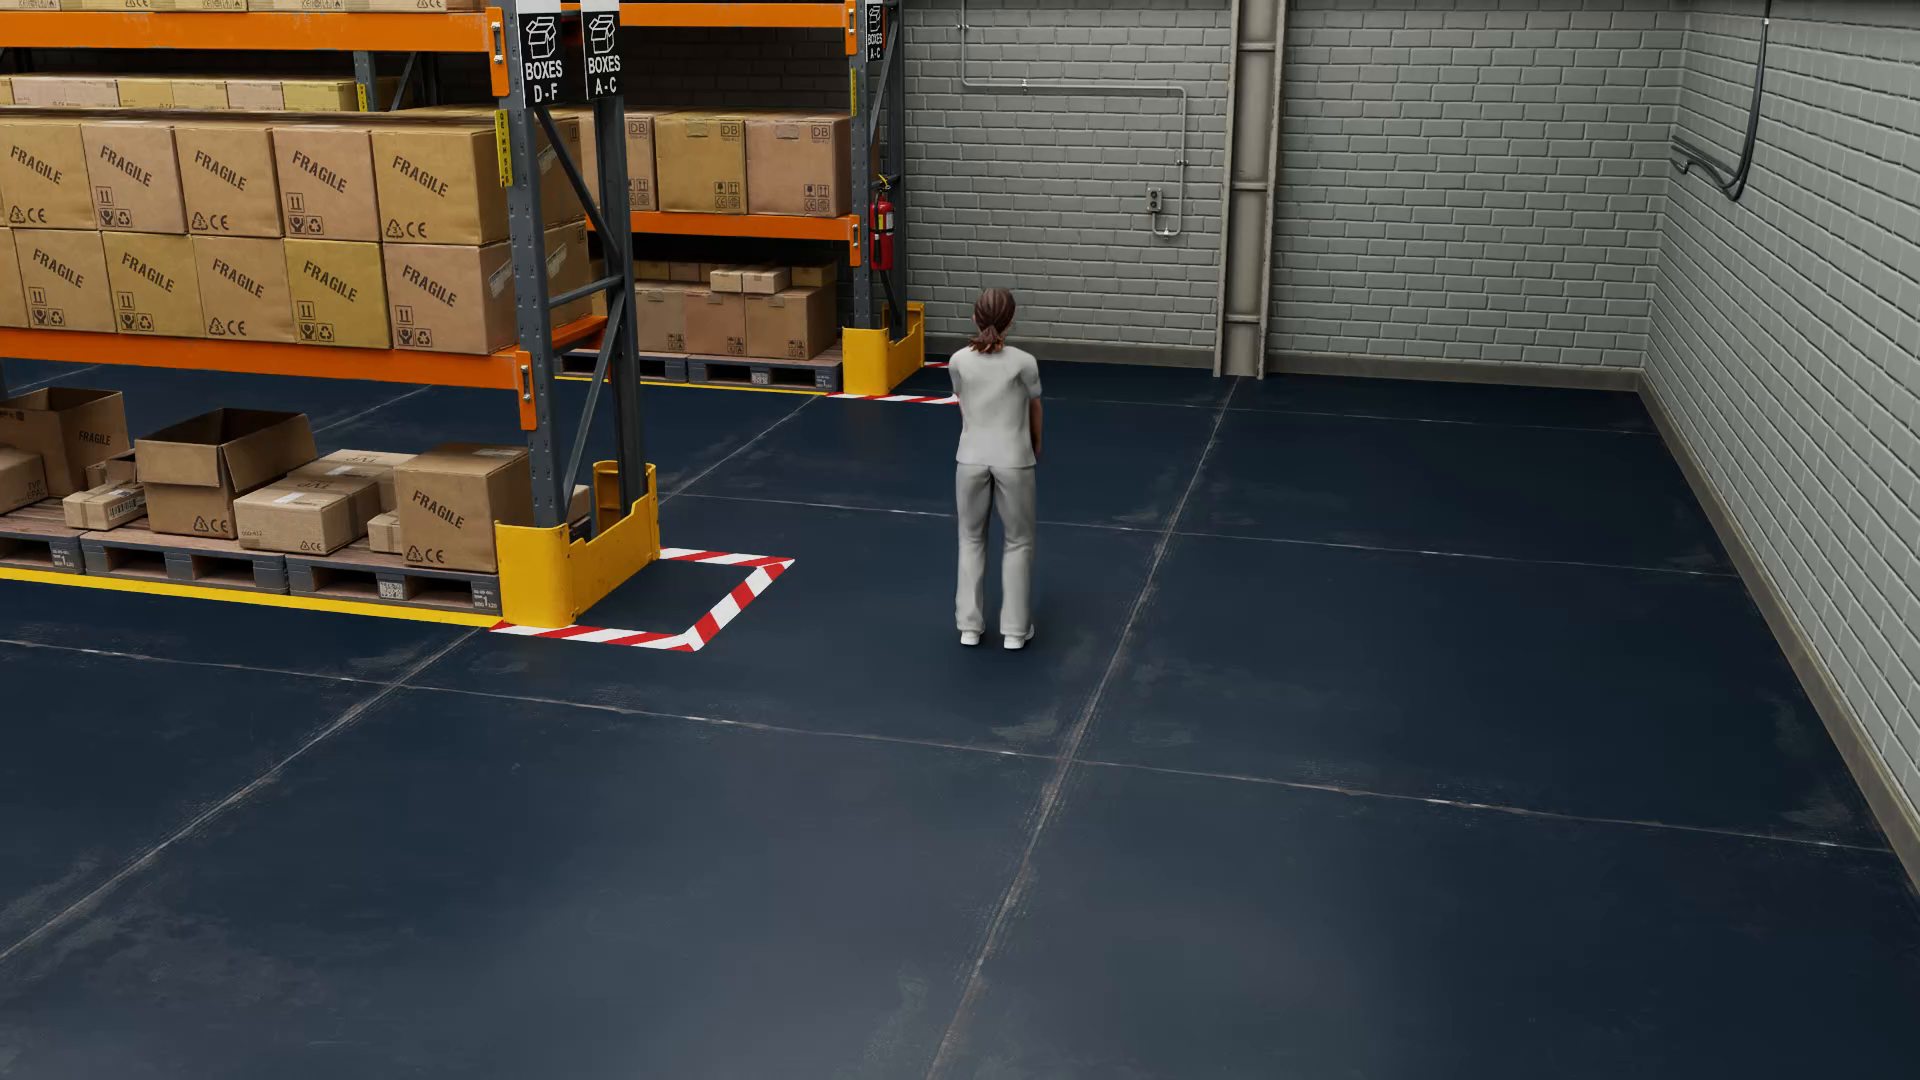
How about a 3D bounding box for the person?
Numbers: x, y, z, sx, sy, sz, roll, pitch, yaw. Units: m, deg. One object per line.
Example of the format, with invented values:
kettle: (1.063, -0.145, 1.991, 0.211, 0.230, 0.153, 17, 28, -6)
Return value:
person: (0.177, -0.340, 7.633, 0.409, 1.650, 0.505, 4, 19, 13)
